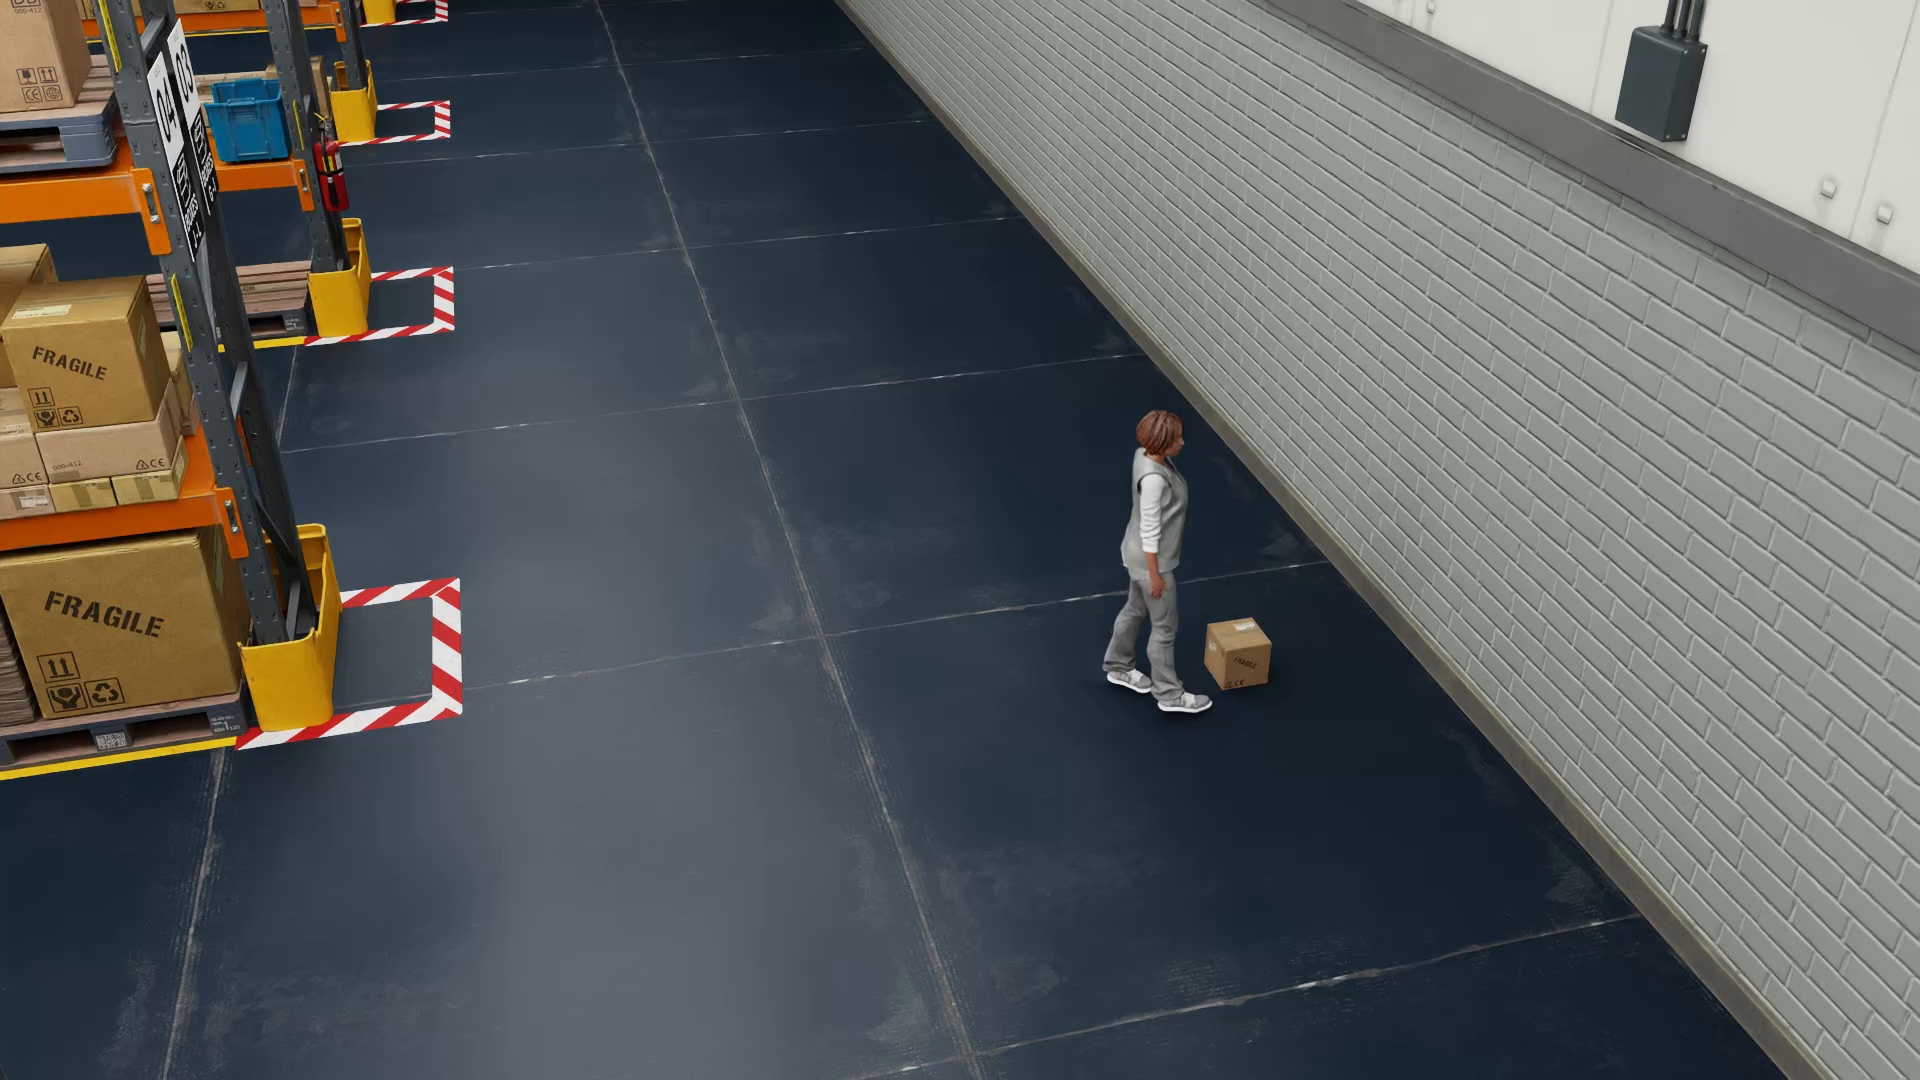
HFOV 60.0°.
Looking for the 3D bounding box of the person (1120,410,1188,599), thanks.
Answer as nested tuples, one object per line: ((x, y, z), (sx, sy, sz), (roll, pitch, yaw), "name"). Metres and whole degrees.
((0.929, -0.190, 7.909), (0.302, 0.929, 0.424), (2, 31, 3), "person")
